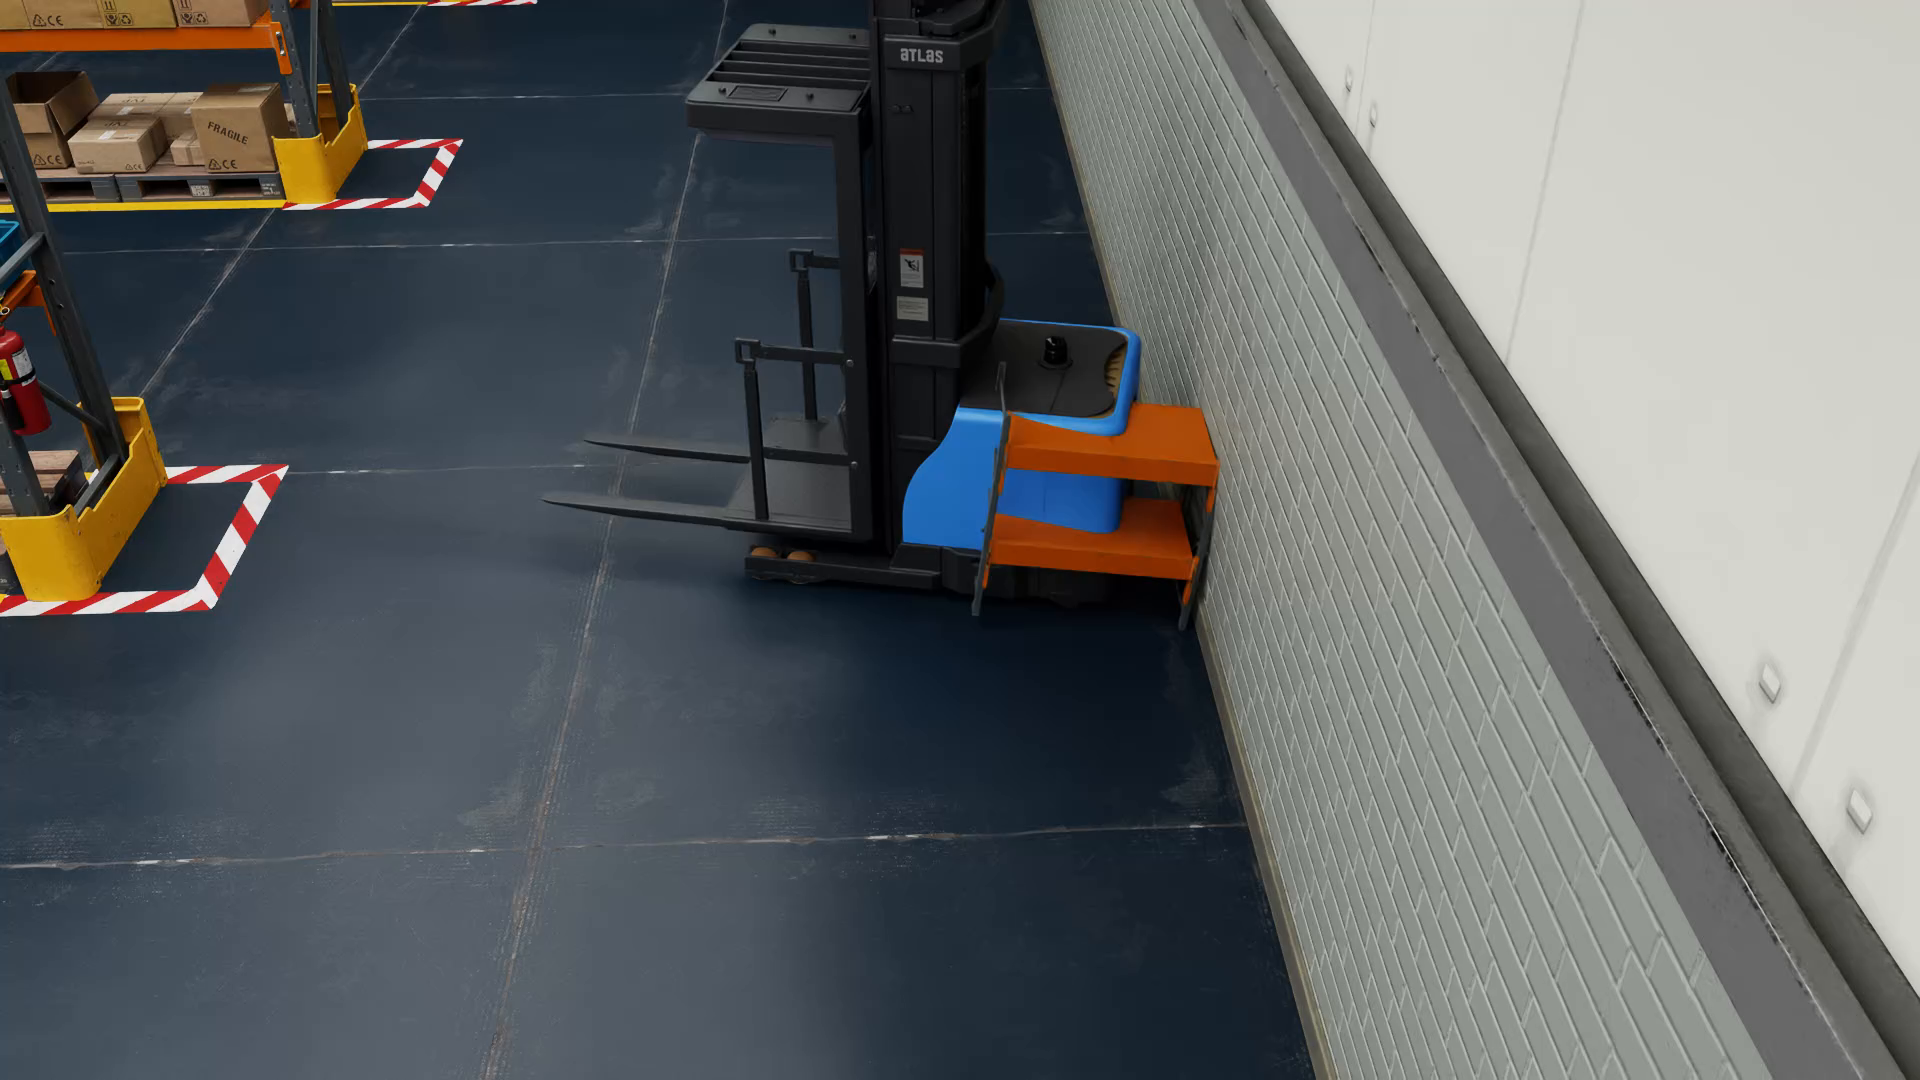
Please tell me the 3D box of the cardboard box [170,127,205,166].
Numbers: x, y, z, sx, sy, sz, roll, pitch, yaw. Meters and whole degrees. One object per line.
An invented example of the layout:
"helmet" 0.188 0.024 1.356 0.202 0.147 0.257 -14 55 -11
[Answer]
"cardboard box" -5.734 -2.969 12.507 0.250 0.166 0.380 -2 35 -2

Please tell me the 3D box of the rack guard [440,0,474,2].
"rack guard" -5.008 -5.856 16.772 0.348 0.500 1.175 -2 35 -2

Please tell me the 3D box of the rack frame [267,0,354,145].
"rack frame" -4.794 -4.067 11.991 0.127 3.000 1.000 -2 35 -2

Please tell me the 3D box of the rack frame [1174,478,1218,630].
"rack frame" 1.146 -0.148 8.008 0.032 1.125 0.500 5 35 -5

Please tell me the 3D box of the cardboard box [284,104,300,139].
"cardboard box" -5.228 -3.260 12.943 0.250 0.149 0.380 -2 35 -2

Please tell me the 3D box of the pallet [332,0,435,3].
"pallet" -5.827 -5.670 16.758 1.213 0.211 1.003 -2 35 -2

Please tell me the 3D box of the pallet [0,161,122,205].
"pallet" -6.882 -2.865 12.705 1.213 0.211 1.003 -2 35 -2

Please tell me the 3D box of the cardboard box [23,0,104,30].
"cardboard box" -6.245 -3.915 11.684 0.500 0.500 0.500 -1 35 -2

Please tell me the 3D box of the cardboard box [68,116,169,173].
"cardboard box" -6.276 -2.954 12.413 0.500 0.250 0.500 -2 35 -2

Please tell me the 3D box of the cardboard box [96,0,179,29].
"cardboard box" -5.746 -3.926 11.699 0.500 0.500 0.500 -1 35 -2

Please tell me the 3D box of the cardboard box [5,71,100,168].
"cardboard box" -6.913 -3.167 12.498 0.637 0.503 0.797 -2 35 -2

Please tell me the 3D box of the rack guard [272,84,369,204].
"rack guard" -4.870 -3.037 12.700 0.348 0.500 1.175 -2 35 -2

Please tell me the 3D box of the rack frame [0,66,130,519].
"rack frame" -4.563 -1.252 7.923 0.127 3.000 1.000 -2 35 -2

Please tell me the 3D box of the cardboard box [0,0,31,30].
"cardboard box" -6.748 -3.902 11.664 0.500 0.500 0.500 -2 35 -3

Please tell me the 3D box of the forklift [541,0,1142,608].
"forklift" -0.637 -1.270 8.009 3.031 2.935 1.130 6 35 8

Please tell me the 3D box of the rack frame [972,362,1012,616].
"rack frame" 0.138 -0.234 7.911 0.032 1.125 0.500 5 35 -5

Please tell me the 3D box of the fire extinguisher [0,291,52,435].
"fire extinguisher" -4.391 -0.812 7.683 0.183 0.674 0.296 -2 35 -2

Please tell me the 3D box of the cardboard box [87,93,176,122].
"cardboard box" -6.349 -3.237 12.821 0.500 0.250 0.500 -2 35 -2

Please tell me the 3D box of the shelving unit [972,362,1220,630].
"shelving unit" 0.642 -0.191 7.960 1.048 1.125 0.538 5 35 -5

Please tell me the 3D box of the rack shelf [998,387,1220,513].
"rack shelf" 0.678 -0.429 7.794 1.000 0.278 0.538 5 35 -5

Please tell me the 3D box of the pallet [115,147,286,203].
"pallet" -5.666 -2.896 12.750 1.213 0.211 1.003 -2 35 -2

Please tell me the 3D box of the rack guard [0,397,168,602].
"rack guard" -4.540 -0.232 8.646 0.348 0.500 1.175 -2 35 -2

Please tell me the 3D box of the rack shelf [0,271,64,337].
"rack shelf" -6.561 -0.902 8.049 4.000 0.370 1.077 -2 35 -2

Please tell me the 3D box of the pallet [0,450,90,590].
"pallet" -5.389 -0.105 8.716 1.213 0.211 1.003 -2 35 -2

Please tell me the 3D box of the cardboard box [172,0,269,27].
"cardboard box" -5.228 -3.942 11.722 0.500 0.500 0.500 -1 35 -1

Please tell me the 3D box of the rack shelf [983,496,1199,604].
"rack shelf" 0.612 0.008 8.099 1.000 0.278 0.538 5 35 -5

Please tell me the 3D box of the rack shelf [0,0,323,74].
"rack shelf" -6.792 -3.718 12.118 4.000 0.370 1.077 -2 35 -2

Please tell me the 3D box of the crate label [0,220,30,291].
"crate label" -4.825 -1.388 8.214 0.303 0.233 0.416 -2 35 -2

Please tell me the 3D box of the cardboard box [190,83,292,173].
"cardboard box" -5.325 -3.066 12.354 0.500 0.500 0.500 -2 35 -2

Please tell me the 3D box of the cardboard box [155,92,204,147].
"cardboard box" -5.850 -3.251 12.841 0.500 0.250 0.500 -2 35 -2
